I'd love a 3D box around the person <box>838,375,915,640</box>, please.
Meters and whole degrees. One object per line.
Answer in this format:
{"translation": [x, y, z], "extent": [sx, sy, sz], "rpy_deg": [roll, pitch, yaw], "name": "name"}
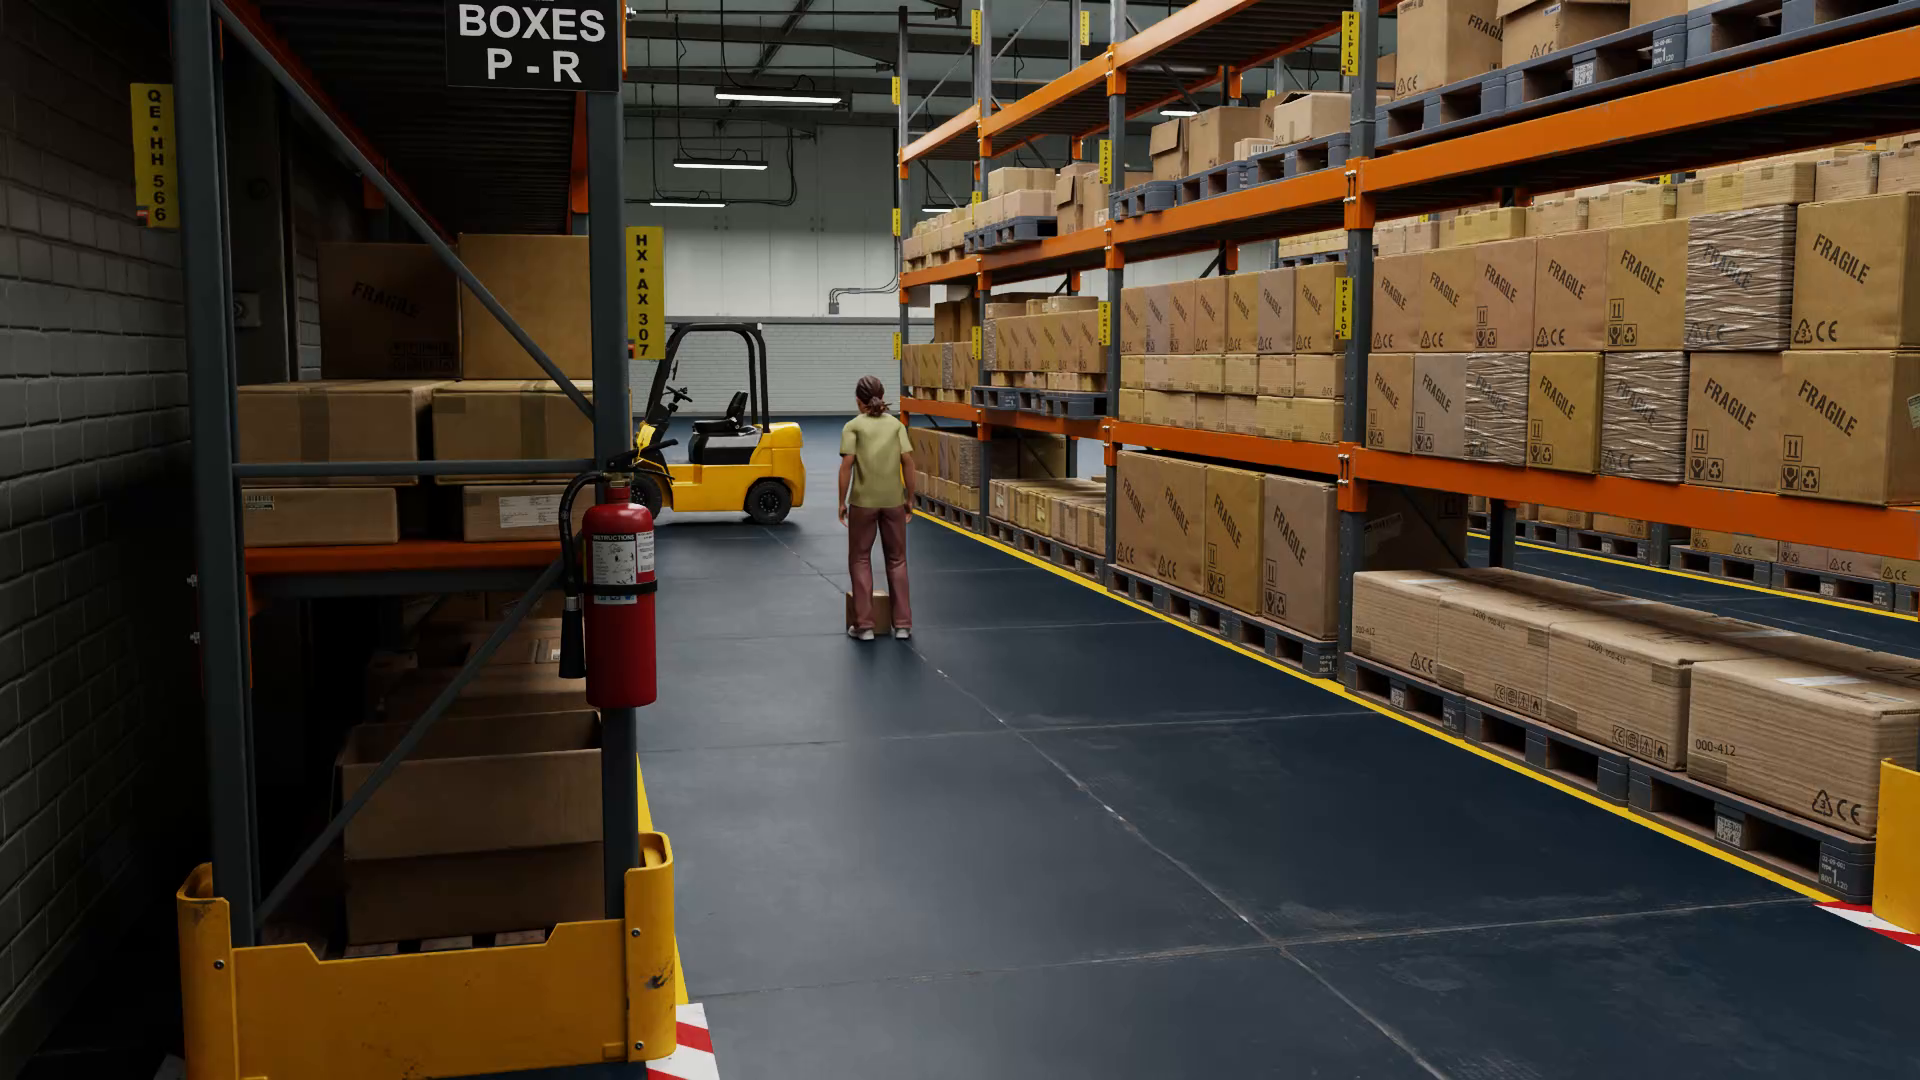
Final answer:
{"translation": [-0.533, -0.206, 10.549], "extent": [0.514, 1.671, 0.362], "rpy_deg": [-2, 6, -17], "name": "person"}
